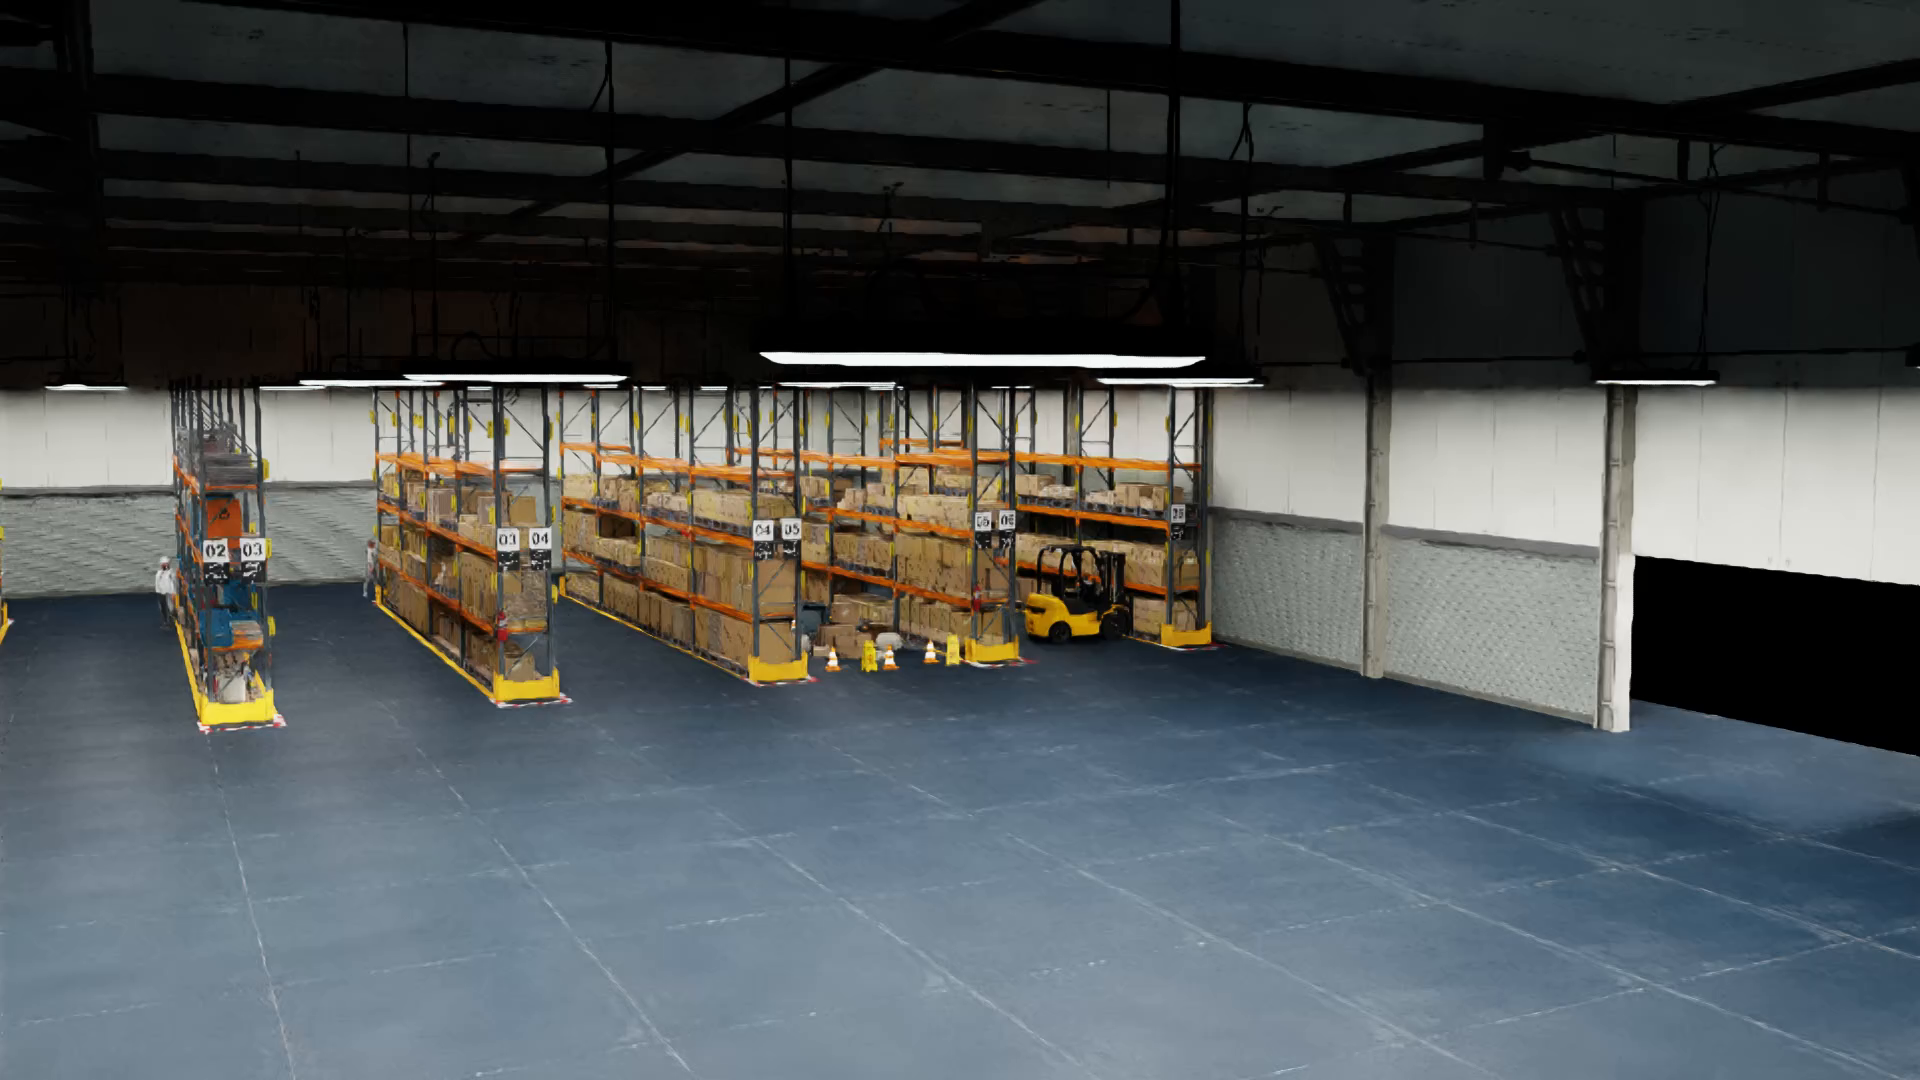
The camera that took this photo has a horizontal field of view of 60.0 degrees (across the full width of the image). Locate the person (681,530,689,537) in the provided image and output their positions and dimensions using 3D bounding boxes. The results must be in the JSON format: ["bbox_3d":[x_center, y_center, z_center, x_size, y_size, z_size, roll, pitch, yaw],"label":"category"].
[{"bbox_3d":[-8.644,0.212,52.442,0.653,1.716,0.559,4,6,36],"label":"person"}]

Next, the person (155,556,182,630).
[{"bbox_3d":[-19.125,1.263,40.144,0.566,1.757,0.534,1,5,13],"label":"person"}]

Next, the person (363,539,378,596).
[{"bbox_3d":[-16.548,0.807,46.816,0.488,1.483,0.598,1,5,6],"label":"person"}]

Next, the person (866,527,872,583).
[{"bbox_3d":[-2.875,0.436,49.816,0.578,1.722,0.716,-2,6,-24],"label":"person"}]
